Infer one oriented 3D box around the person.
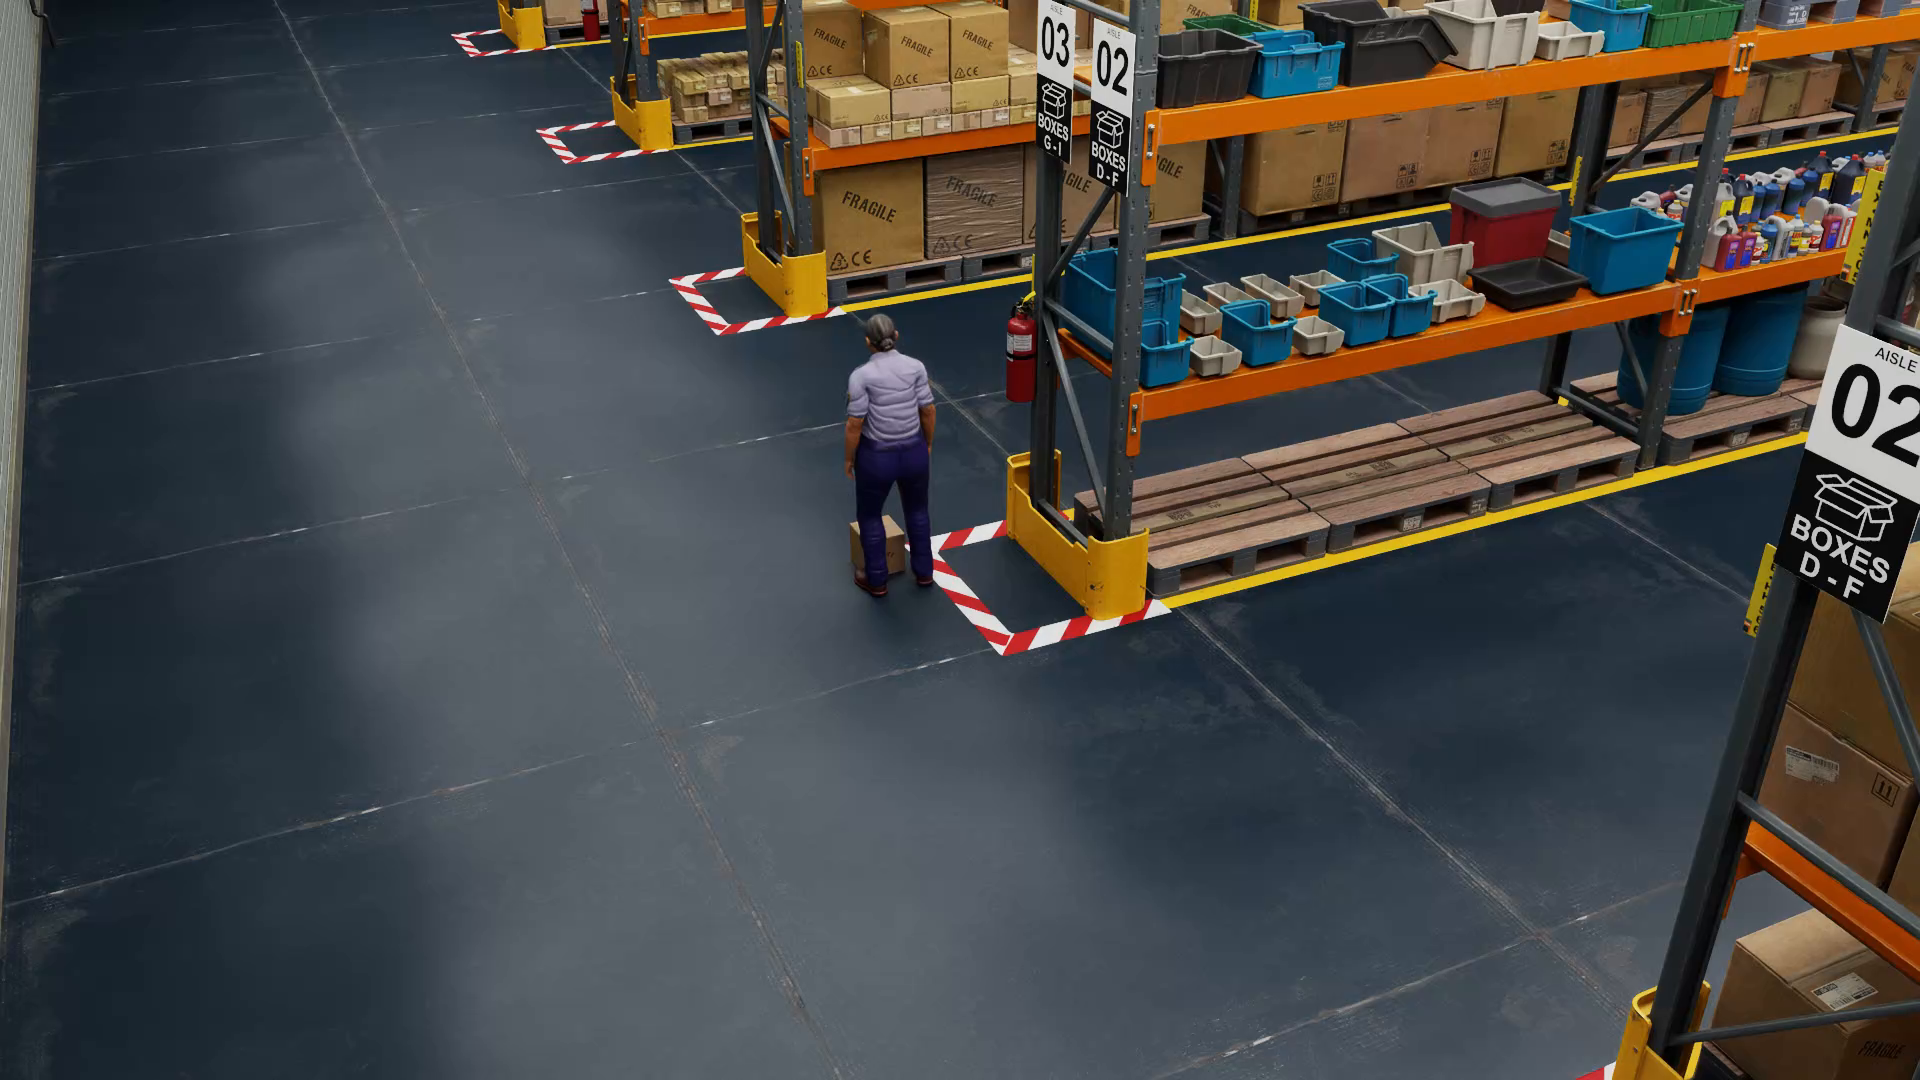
[{"bbox_3d":[-0.382,-0.464,9.268,0.538,1.652,0.370,-11,31,-19],"label":"person"}]
